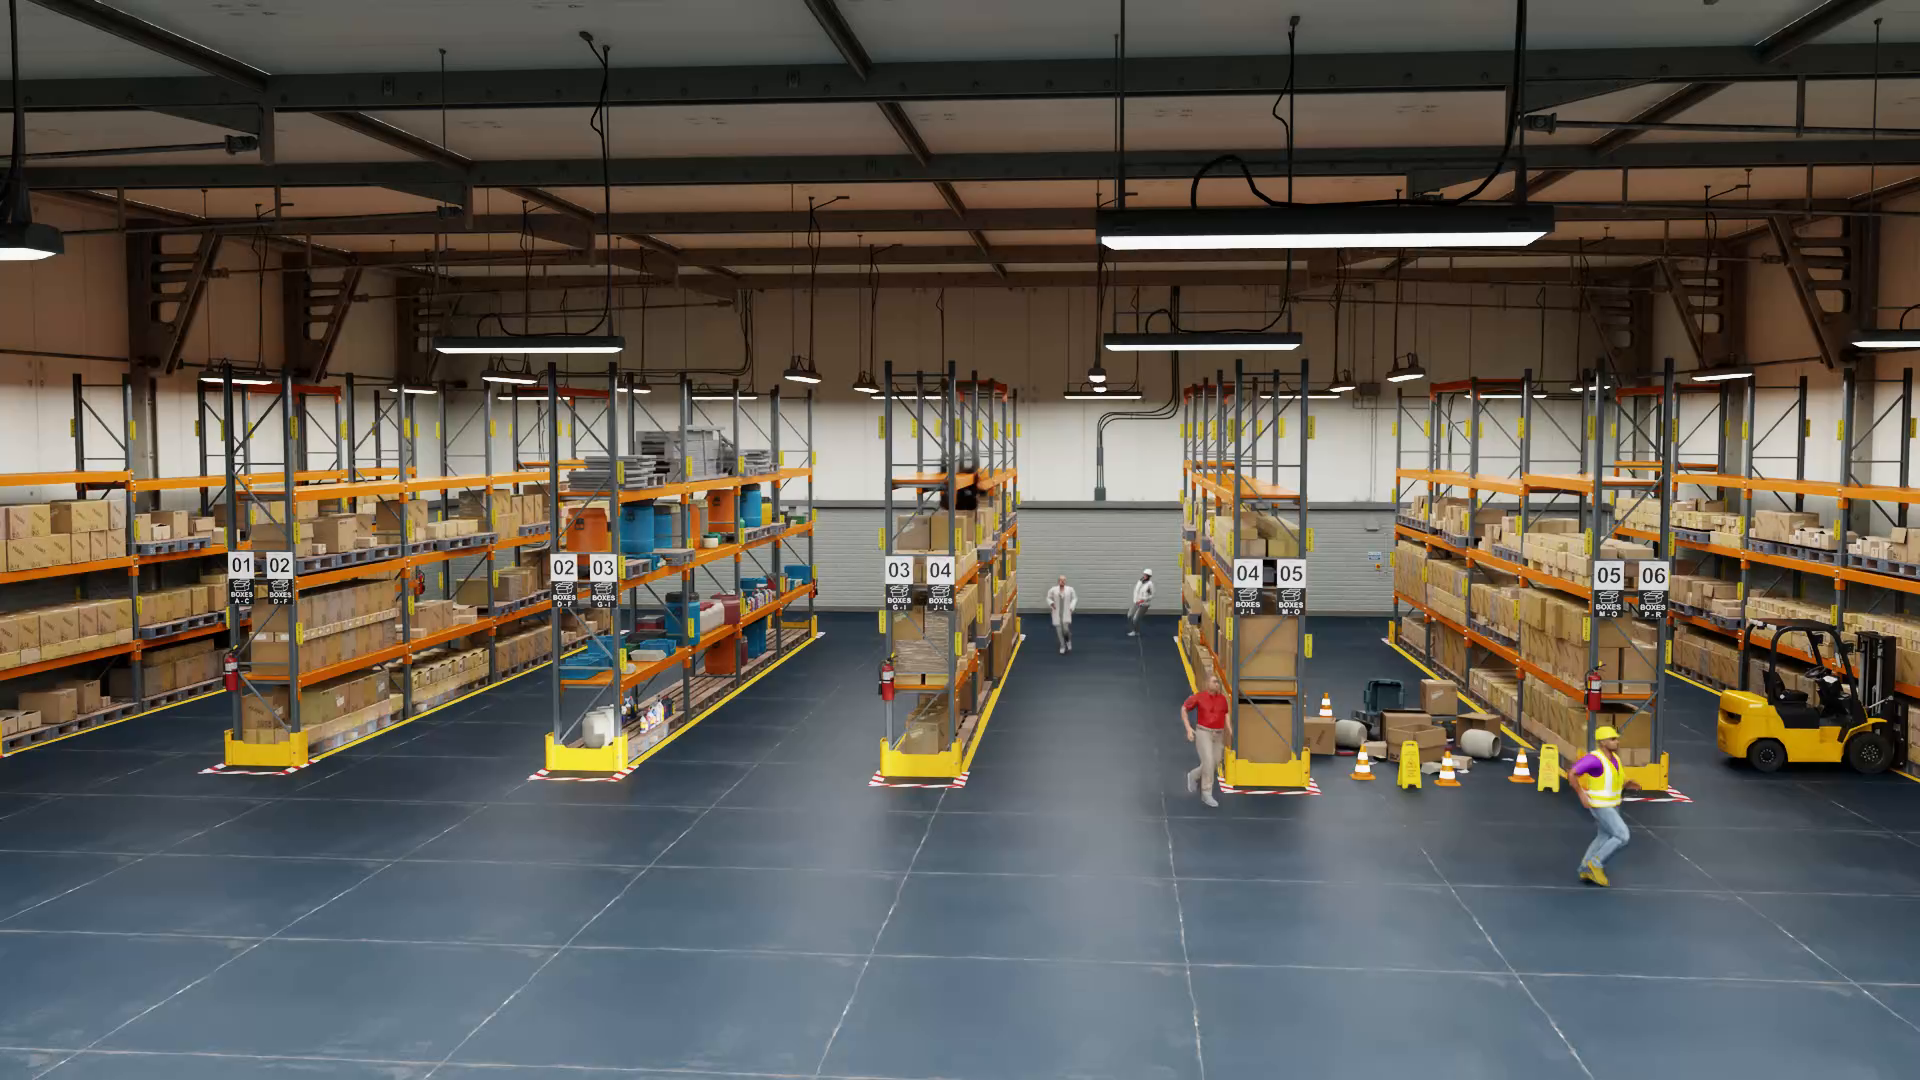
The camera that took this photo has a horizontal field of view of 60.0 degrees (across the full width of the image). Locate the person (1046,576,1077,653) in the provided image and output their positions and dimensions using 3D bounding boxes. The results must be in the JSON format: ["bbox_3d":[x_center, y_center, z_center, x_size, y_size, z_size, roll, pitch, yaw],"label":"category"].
[{"bbox_3d":[2.275,1.676,37.387,0.692,1.746,0.656,0,4,5],"label":"person"}]

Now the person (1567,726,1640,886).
[{"bbox_3d":[7.111,2.917,18.258,0.658,1.741,0.692,4,5,43],"label":"person"}]

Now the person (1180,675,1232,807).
[{"bbox_3d":[3.379,2.690,22.522,0.697,1.710,0.782,-2,4,-27],"label":"person"}]

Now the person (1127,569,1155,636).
[{"bbox_3d":[4.360,1.515,40.323,0.853,1.666,0.551,4,5,43],"label":"person"}]
